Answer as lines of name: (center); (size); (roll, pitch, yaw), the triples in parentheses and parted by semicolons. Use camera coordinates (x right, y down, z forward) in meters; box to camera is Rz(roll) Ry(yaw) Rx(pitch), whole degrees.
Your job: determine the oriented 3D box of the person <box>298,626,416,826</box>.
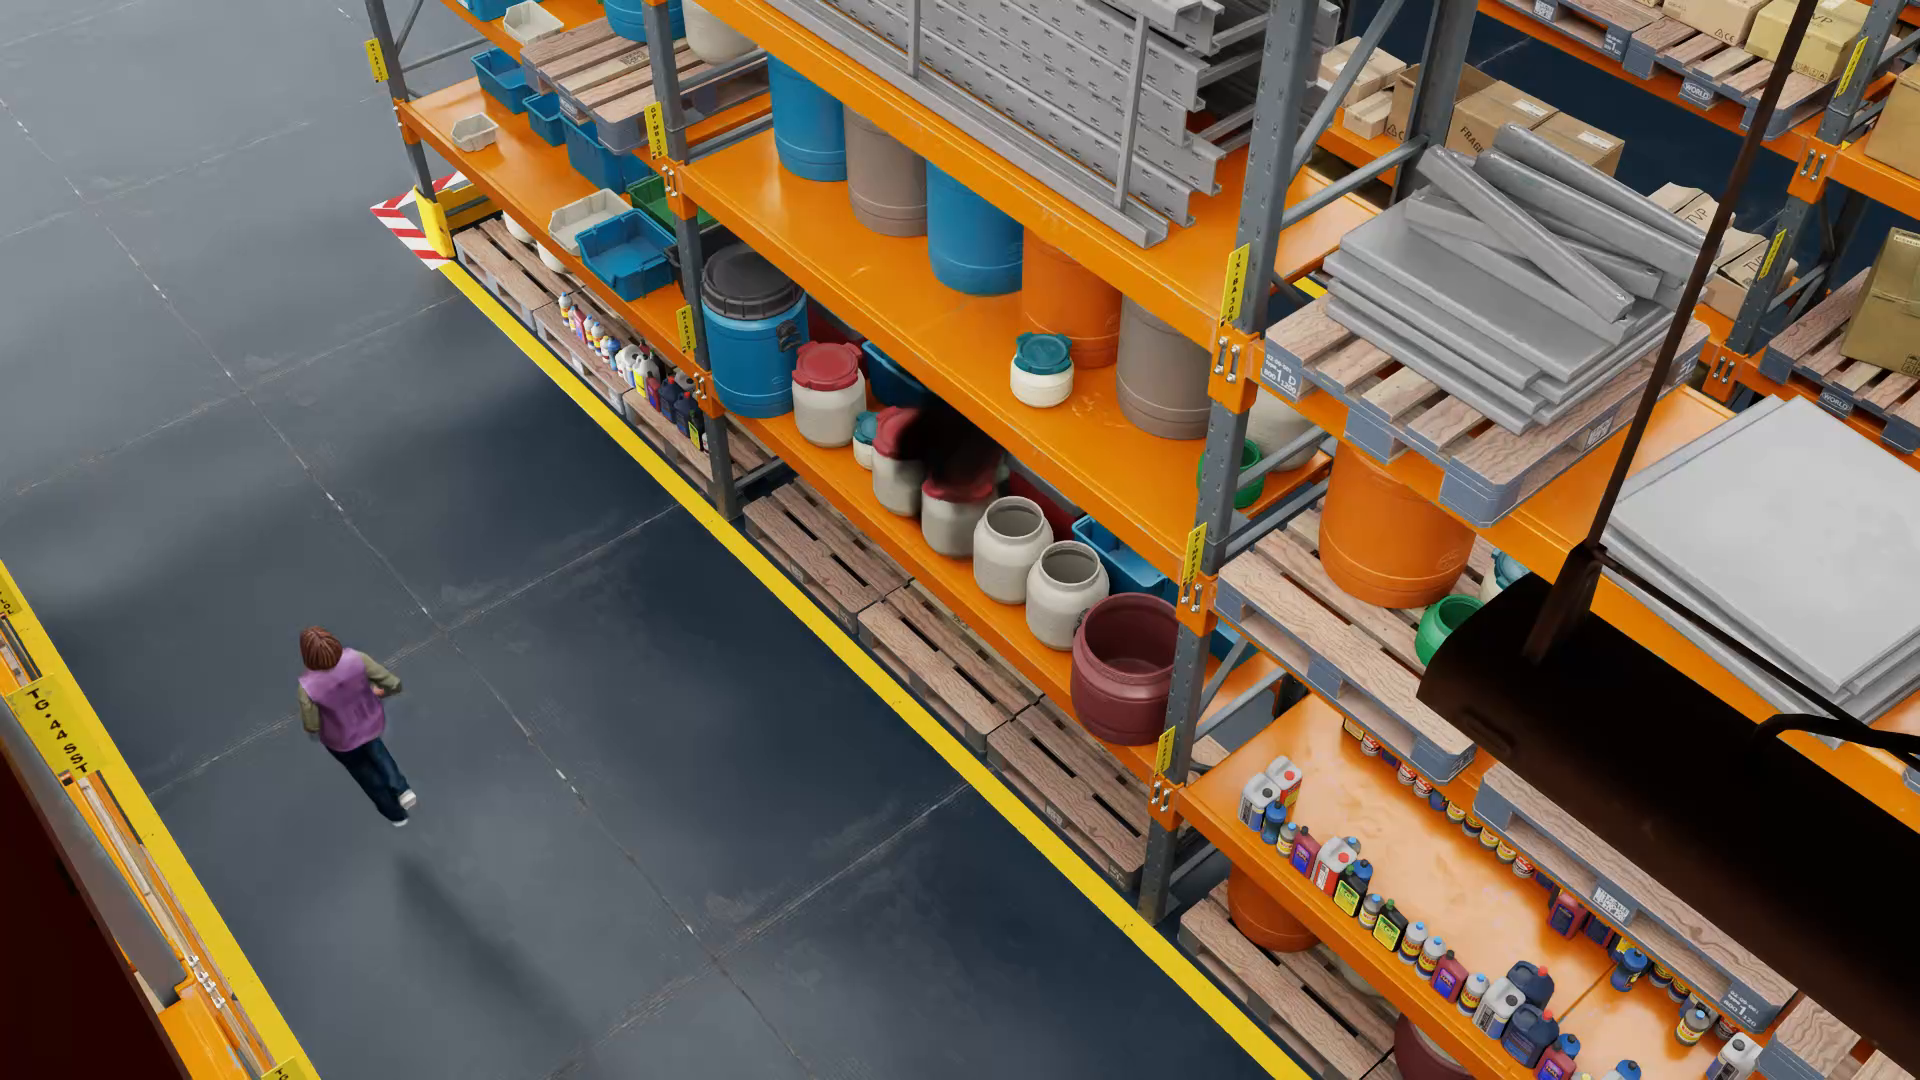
person: (-3.146, 0.936, 8.617); (0.503, 1.572, 0.475); (-35, 56, -29)
